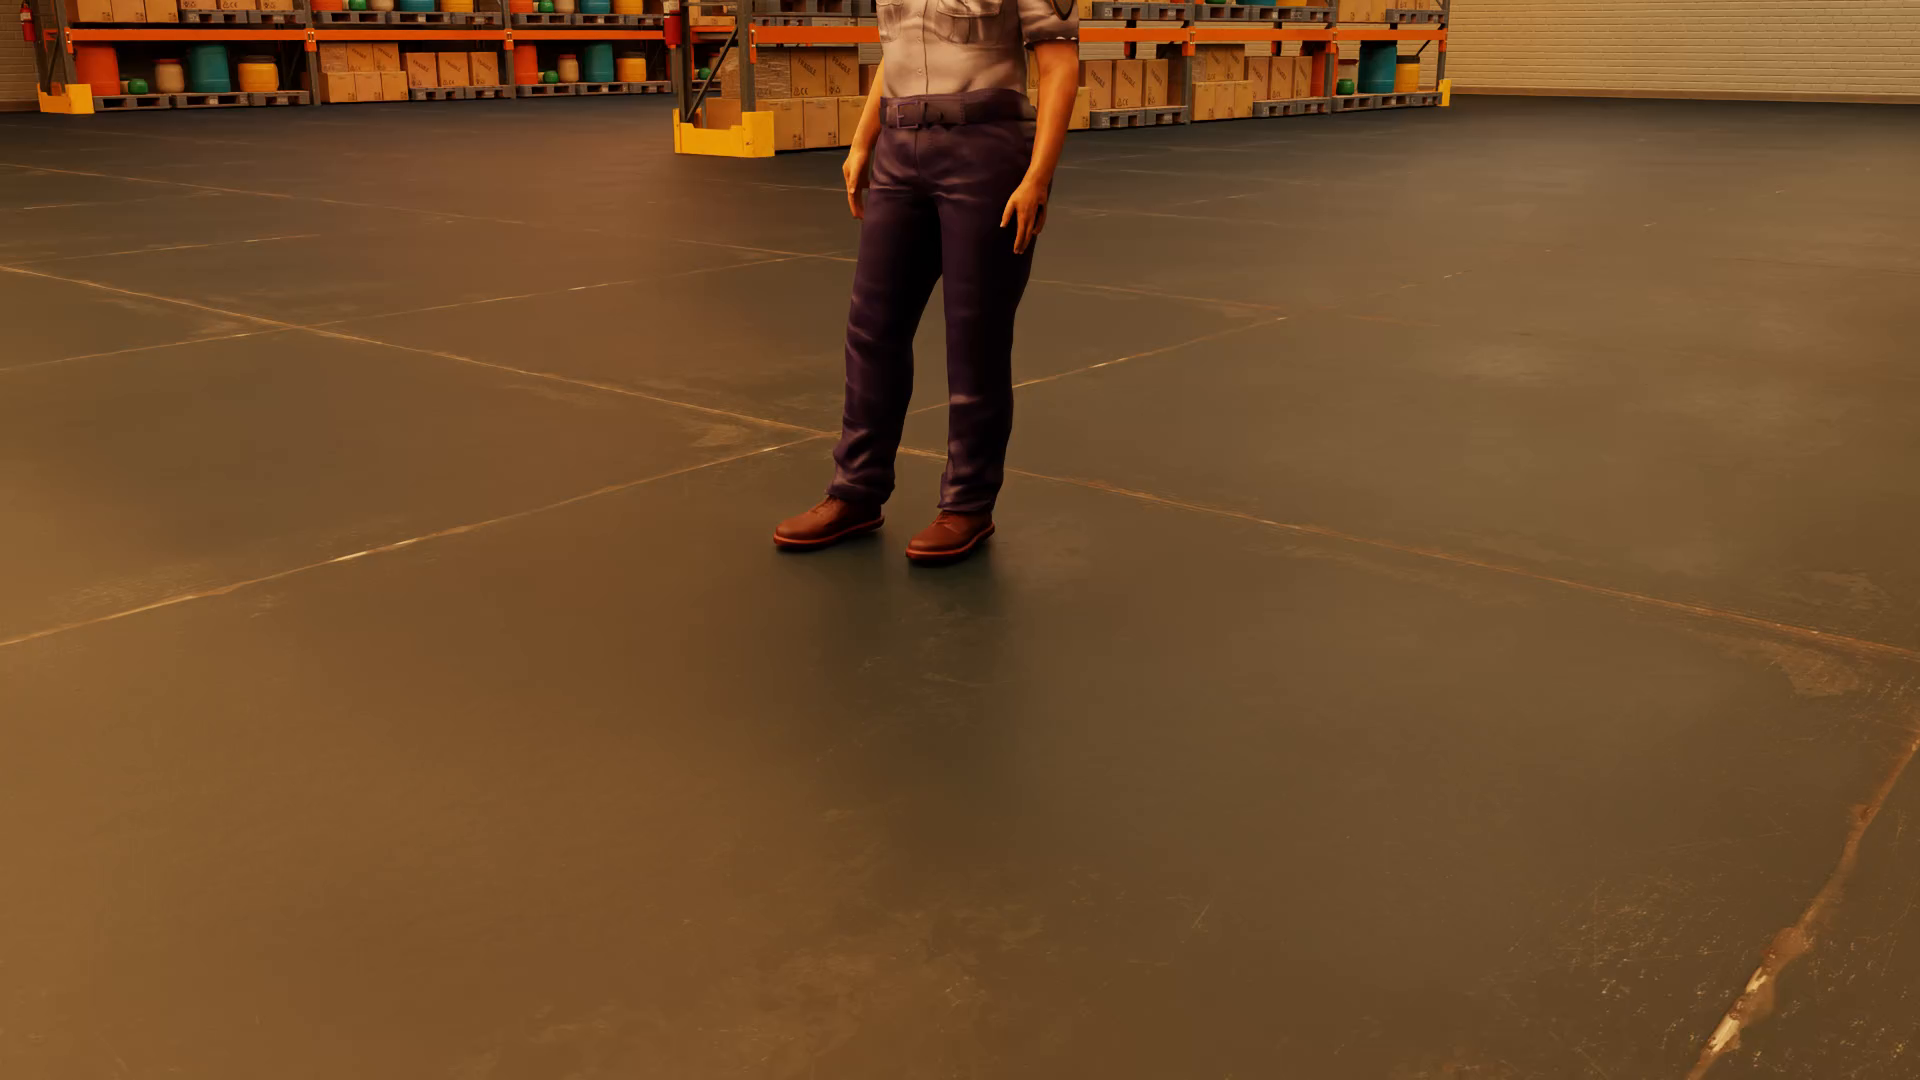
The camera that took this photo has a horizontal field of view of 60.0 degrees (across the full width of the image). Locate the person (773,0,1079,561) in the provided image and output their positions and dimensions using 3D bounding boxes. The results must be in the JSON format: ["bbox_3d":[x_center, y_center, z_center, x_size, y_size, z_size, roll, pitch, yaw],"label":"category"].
[{"bbox_3d":[-0.075,-0.779,3.648,0.598,1.651,0.502,13,21,37],"label":"person"}]
